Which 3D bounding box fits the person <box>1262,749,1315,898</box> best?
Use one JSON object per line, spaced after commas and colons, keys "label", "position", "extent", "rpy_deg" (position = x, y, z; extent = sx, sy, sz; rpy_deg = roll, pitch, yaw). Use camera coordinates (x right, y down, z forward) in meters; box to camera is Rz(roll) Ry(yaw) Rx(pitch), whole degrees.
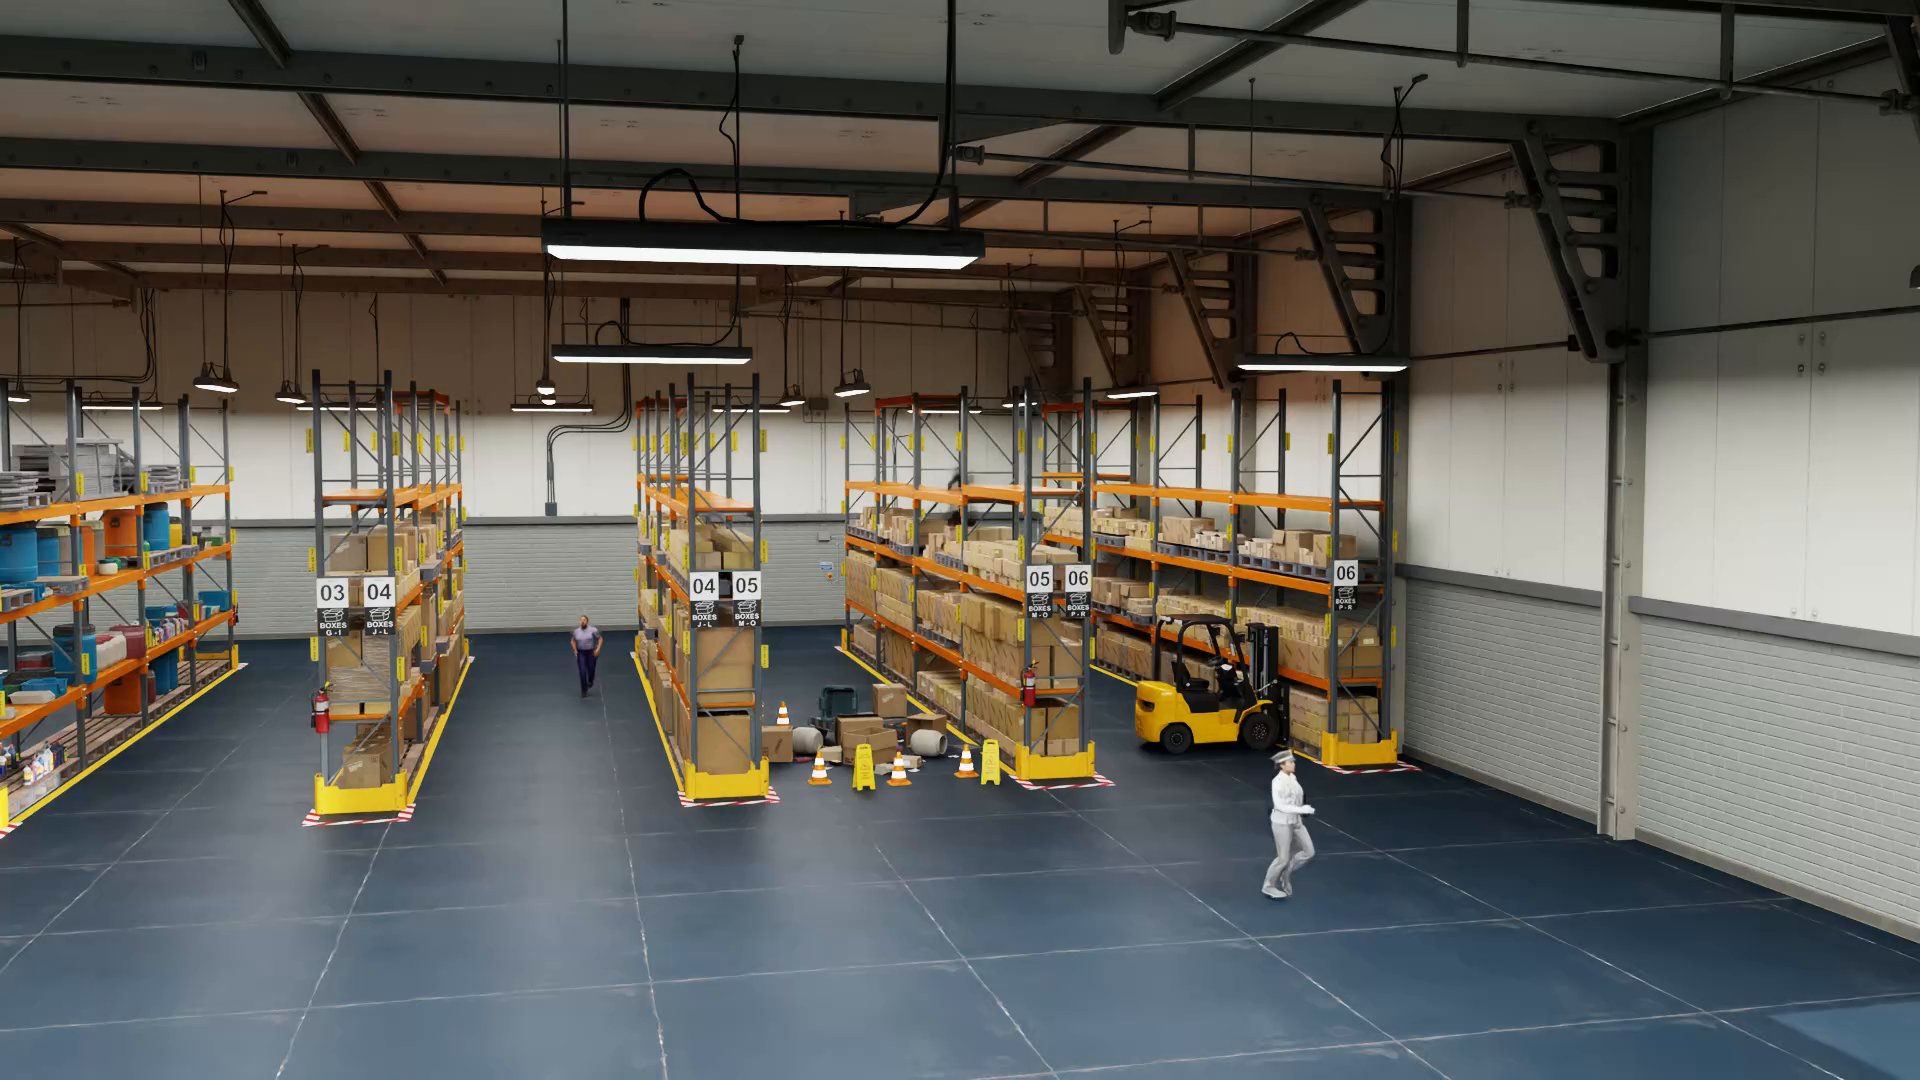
{"label": "person", "position": [3.619, 3.104, 18.213], "extent": [0.619, 1.660, 0.590], "rpy_deg": [3, 4, 38]}

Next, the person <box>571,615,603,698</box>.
{"label": "person", "position": [-7.425, 2.300, 33.096], "extent": [0.619, 1.635, 0.620], "rpy_deg": [0, 3, -6]}
